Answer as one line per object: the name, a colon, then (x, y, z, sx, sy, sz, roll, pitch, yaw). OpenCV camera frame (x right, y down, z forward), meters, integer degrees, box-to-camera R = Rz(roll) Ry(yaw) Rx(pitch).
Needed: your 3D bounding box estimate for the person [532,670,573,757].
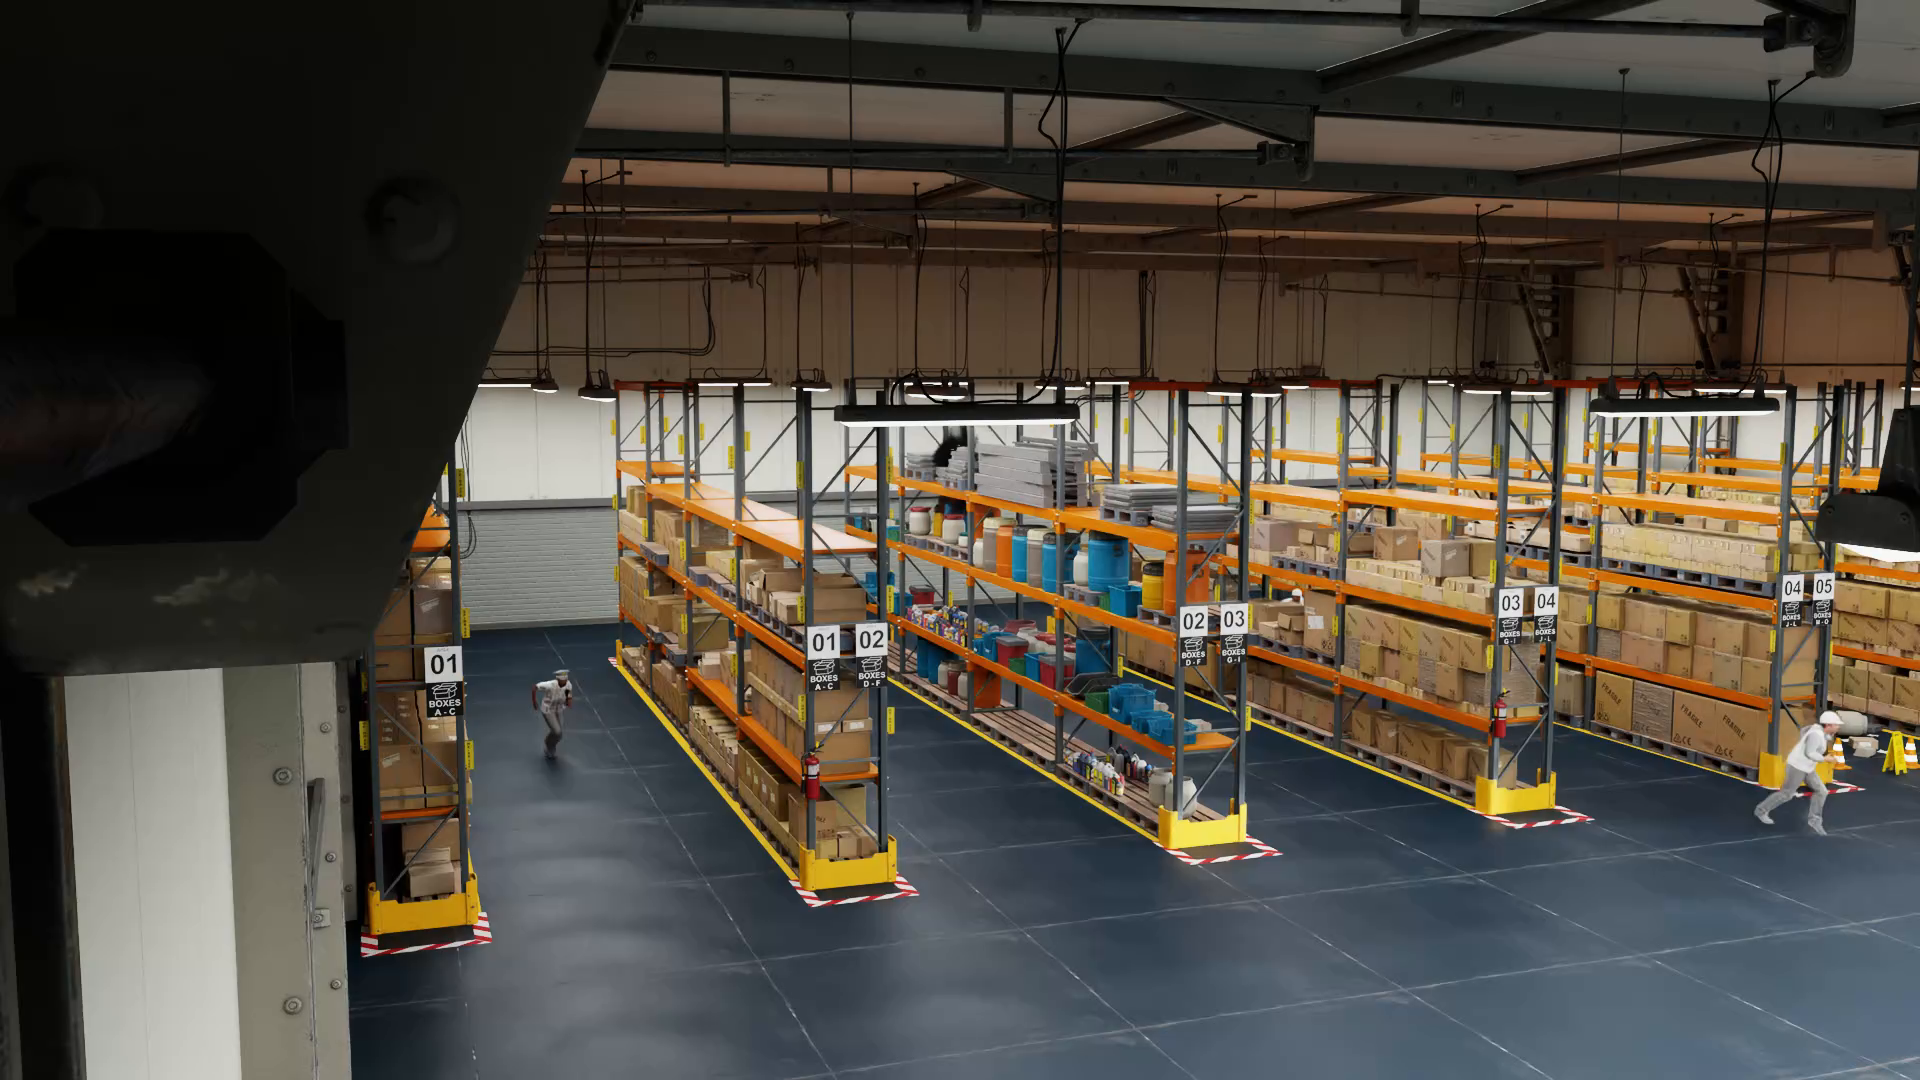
person: (-6.498, 2.788, 26.560, 0.602, 1.490, 0.850, -5, 8, -41)

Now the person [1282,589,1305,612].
person: (6.904, 1.830, 34.886, 0.729, 1.730, 1.051, -2, 6, -15)

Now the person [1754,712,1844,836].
person: (11.379, 3.139, 22.572, 1.034, 1.732, 0.701, 4, 7, 33)
